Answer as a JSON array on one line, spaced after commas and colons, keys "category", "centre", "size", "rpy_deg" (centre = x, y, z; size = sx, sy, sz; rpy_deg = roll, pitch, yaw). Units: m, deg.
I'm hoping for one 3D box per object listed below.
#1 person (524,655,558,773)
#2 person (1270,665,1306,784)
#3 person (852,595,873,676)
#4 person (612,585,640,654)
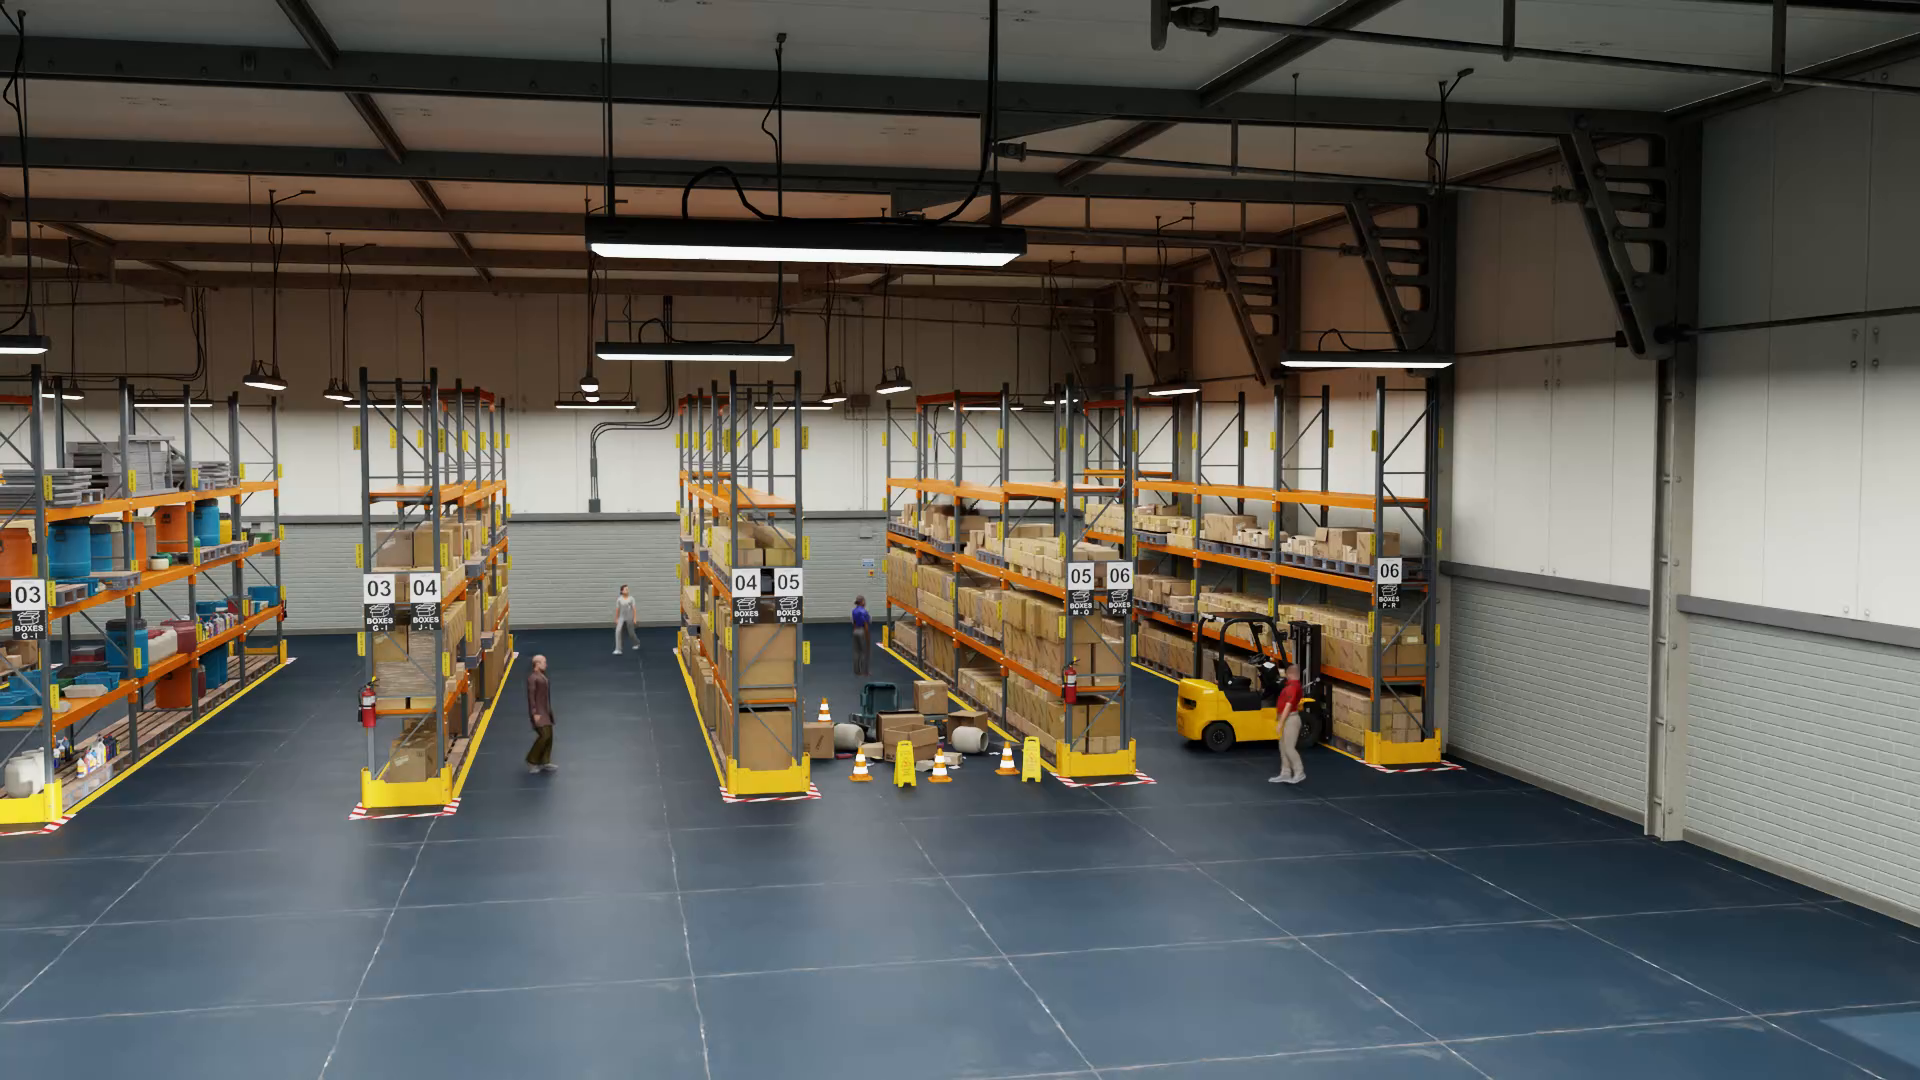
[{"category": "person", "centre": [-6.358, 2.646, 25.293], "size": [0.483, 1.819, 0.638], "rpy_deg": [0, 3, 8]}, {"category": "person", "centre": [4.794, 2.696, 24.301], "size": [0.480, 1.741, 0.569], "rpy_deg": [0, 3, -5]}, {"category": "person", "centre": [-1.983, 1.956, 33.951], "size": [0.366, 1.656, 0.510], "rpy_deg": [-3, 5, -41]}, {"category": "person", "centre": [-7.832, 1.855, 39.080], "size": [0.546, 1.616, 0.962], "rpy_deg": [1, 4, 14]}]
